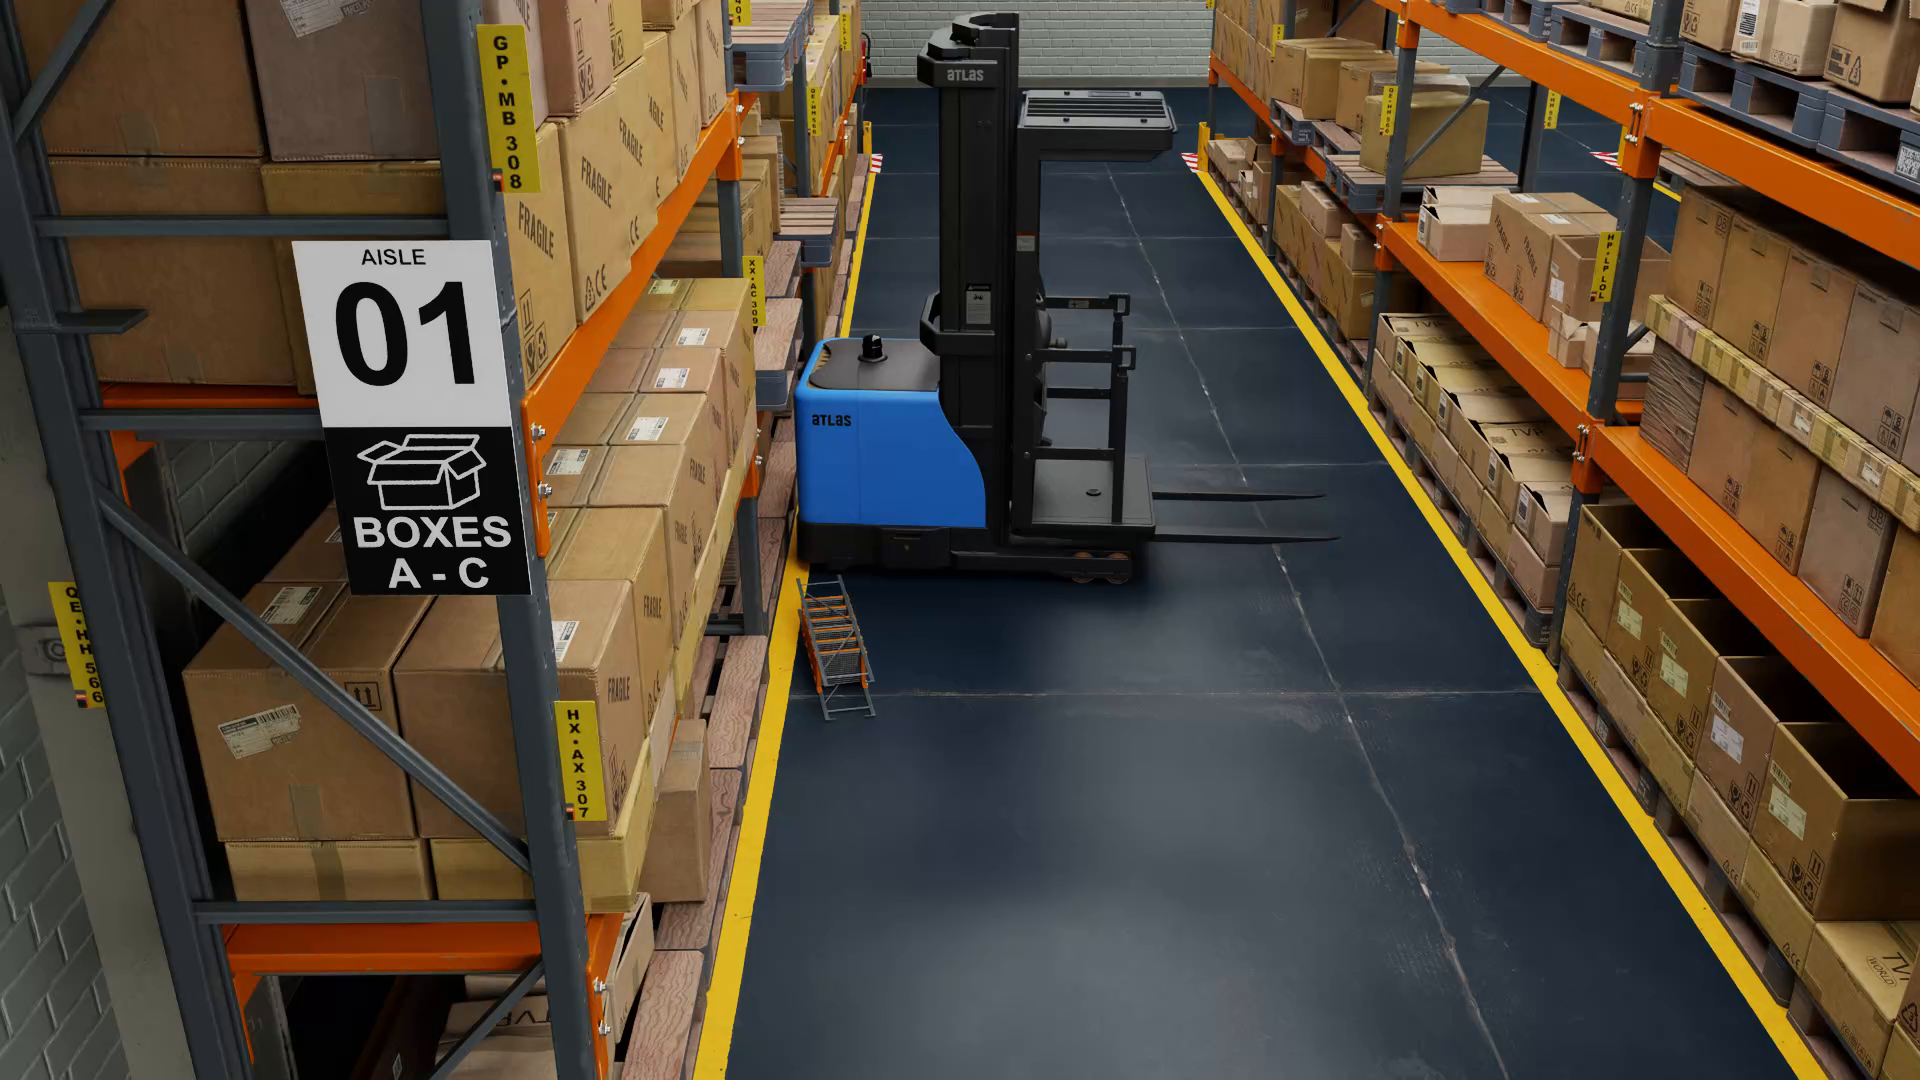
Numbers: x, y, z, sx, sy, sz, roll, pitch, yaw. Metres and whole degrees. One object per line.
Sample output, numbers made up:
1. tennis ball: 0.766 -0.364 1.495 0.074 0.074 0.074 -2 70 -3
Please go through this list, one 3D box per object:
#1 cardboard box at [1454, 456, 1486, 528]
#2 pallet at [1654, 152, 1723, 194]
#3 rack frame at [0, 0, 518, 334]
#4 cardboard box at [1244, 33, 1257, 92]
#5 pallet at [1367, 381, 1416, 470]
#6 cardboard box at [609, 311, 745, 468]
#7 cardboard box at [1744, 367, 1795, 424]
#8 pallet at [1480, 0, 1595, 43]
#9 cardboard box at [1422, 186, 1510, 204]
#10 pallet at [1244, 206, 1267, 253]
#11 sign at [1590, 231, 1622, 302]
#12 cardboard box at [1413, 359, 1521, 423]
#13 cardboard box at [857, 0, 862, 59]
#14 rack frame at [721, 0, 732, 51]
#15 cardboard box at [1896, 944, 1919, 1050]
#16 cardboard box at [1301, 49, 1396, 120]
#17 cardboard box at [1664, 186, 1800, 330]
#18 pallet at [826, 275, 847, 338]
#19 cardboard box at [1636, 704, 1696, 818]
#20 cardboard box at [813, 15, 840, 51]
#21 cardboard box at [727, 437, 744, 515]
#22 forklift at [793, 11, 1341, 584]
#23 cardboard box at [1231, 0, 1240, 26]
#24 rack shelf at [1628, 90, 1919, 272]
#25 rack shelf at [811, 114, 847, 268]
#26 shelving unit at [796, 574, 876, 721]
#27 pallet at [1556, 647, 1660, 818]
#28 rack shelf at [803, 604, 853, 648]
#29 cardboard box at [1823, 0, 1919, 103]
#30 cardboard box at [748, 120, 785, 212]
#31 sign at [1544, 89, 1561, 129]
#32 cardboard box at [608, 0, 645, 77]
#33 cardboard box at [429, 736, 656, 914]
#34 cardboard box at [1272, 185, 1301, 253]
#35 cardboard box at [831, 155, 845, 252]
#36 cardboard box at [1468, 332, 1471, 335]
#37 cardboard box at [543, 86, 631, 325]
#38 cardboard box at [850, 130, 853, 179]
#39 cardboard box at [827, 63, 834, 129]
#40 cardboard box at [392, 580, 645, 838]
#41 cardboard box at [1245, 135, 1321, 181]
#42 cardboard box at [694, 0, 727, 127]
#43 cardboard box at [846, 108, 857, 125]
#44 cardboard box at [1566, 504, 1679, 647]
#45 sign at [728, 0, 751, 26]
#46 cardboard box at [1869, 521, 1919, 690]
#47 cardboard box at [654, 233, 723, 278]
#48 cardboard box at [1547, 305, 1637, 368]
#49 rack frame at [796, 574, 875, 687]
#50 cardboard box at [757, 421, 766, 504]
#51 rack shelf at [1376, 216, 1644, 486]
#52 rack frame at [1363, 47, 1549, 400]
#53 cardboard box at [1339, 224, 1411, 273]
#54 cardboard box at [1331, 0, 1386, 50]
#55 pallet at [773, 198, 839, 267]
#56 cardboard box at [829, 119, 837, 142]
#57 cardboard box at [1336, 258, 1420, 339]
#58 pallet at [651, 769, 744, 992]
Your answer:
1. cardboard box: 3.169 -0.281 9.559 0.500 0.250 0.500 0 24 1
2. pallet: 8.265 -4.109 18.579 1.003 0.211 1.213 0 24 -1
3. rack frame: -1.437 -1.815 2.844 1.000 3.000 0.127 0 24 -1
4. cardboard box: 3.109 -4.725 16.436 0.500 0.500 0.500 0 24 1
5. pallet: 3.399 -0.792 11.246 1.003 0.211 1.213 0 24 -1
6. cardboard box: -1.155 -0.614 6.714 0.500 0.500 0.500 0 24 -1
7. cardboard box: 3.295 -0.562 6.445 0.380 0.149 0.250 -1 24 -2
8. pallet: 3.541 -2.943 9.206 1.003 0.211 1.213 1 24 2
9. cardboard box: 3.390 -2.211 11.108 0.500 0.311 0.500 1 24 3
10. pallet: 3.379 -3.063 16.266 1.003 0.211 1.213 0 24 -1
11. sign: 2.931 -1.239 7.540 0.100 0.325 0.005 0 24 -1
12. cardboard box: 3.159 -0.952 10.363 0.500 0.311 0.500 -1 24 -2
13. cardboard box: -1.596 -5.601 18.131 0.980 0.700 0.700 1 24 2
14. rack frame: -1.480 -3.464 6.488 1.000 3.000 0.127 0 24 -1
15. cardboard box: 3.213 1.394 4.944 0.500 0.500 0.500 0 24 -1
16. cardboard box: 3.238 -3.808 13.899 0.700 0.500 0.500 4 25 8
17. cardboard box: 3.484 -1.208 7.085 0.700 0.500 0.500 0 24 0
18. pallet: -1.468 -1.935 13.771 1.003 0.211 1.213 0 24 -1
19. cardboard box: 3.176 0.912 6.920 0.500 0.250 0.500 0 24 -1
20. cardboard box: -1.307 -4.367 14.350 0.500 0.250 0.500 0 24 1
21. cardboard box: -1.175 -0.272 6.869 0.500 0.250 0.500 0 24 0
22. forklift: 0.624 -1.320 9.111 3.031 2.935 1.130 1 24 3
23. cardboard box: 3.097 -5.594 17.144 0.500 0.500 0.500 0 24 0
24. rack shelf: 3.495 -0.969 5.485 1.077 0.370 4.000 0 24 -1
25. rack shelf: -1.546 -2.875 13.339 1.077 0.370 4.000 0 24 -1
26. shelving unit: -0.636 0.519 8.364 0.258 0.189 1.200 -5 24 -10
27. pallet: 3.440 0.844 7.627 1.003 0.211 1.213 0 24 -1
28. rack shelf: -0.675 0.441 8.539 0.258 0.180 0.103 -5 24 -10
29. cardboard box: 3.365 -1.744 5.521 0.797 0.503 0.637 2 24 5
30. cardboard box: -1.509 -2.431 10.829 0.700 0.500 0.500 -3 25 -7
31. sign: 3.984 -2.934 11.191 0.100 0.325 0.005 0 24 -1
32. cardboard box: -1.170 -1.537 4.509 0.500 0.500 0.500 0 24 1
33. cardboard box: -1.125 0.775 4.555 0.500 0.250 0.500 -1 24 -2
34. cardboard box: 3.147 -2.912 15.047 0.500 0.500 0.500 -1 24 -3
35. cardboard box: -1.431 -2.971 14.779 0.750 0.750 0.750 0 24 0
36. cardboard box: 3.681 -1.381 11.311 0.500 0.311 0.500 0 24 1
37. cardboard box: -1.161 -0.864 4.234 0.500 0.500 0.500 1 24 3
38. cardboard box: -1.492 -4.026 17.535 0.700 0.500 0.500 -1 24 -2
39. cardboard box: -1.298 -3.611 13.586 0.500 0.500 0.500 0 24 0
40. cardboard box: -1.141 0.438 4.390 0.500 0.500 0.500 0 24 0
41. cardboard box: 3.360 -3.888 17.201 0.797 0.503 0.637 0 24 -1
42. cardboard box: -1.228 -1.943 6.622 0.500 0.500 0.500 0 24 1
43. cardboard box: -1.316 -4.577 17.967 0.380 0.149 0.250 0 24 1
44. cardboard box: 3.165 0.158 7.677 0.500 0.500 0.500 0 24 -1
45. sign: -0.938 -2.338 7.012 0.100 0.325 0.005 0 24 -1
46. cardboard box: 3.514 0.235 5.468 0.700 0.500 0.500 0 24 0
47. cardboard box: -1.452 -1.186 8.077 0.700 0.500 0.500 0 24 0
48. cardboard box: 3.280 -1.054 8.604 0.396 0.266 0.258 -1 24 -2
49. rack frame: -0.636 0.436 8.327 0.240 0.006 1.200 -5 24 -10
50. cardboard box: -1.526 -0.518 9.755 0.700 0.500 0.500 0 24 0
51. rack shelf: 3.451 -1.250 9.747 1.077 0.370 4.000 0 24 -1
52. rack frame: 3.429 -2.402 11.421 1.000 3.000 0.127 0 24 -1
53. cardboard box: 3.180 -2.213 12.592 0.500 0.250 0.500 1 24 1
54. cardboard box: 3.662 -4.747 15.271 0.500 0.500 0.500 0 24 1
55. pallet: -1.410 -1.998 10.760 1.213 0.211 1.003 0 24 -1
56. cardboard box: -1.235 -3.464 14.049 0.380 0.149 0.250 0 24 -1
57. cardboard box: 3.184 -1.848 12.696 0.500 0.500 0.500 1 24 2
58. pallet: -1.421 1.321 6.573 1.003 0.211 1.213 0 24 -1
